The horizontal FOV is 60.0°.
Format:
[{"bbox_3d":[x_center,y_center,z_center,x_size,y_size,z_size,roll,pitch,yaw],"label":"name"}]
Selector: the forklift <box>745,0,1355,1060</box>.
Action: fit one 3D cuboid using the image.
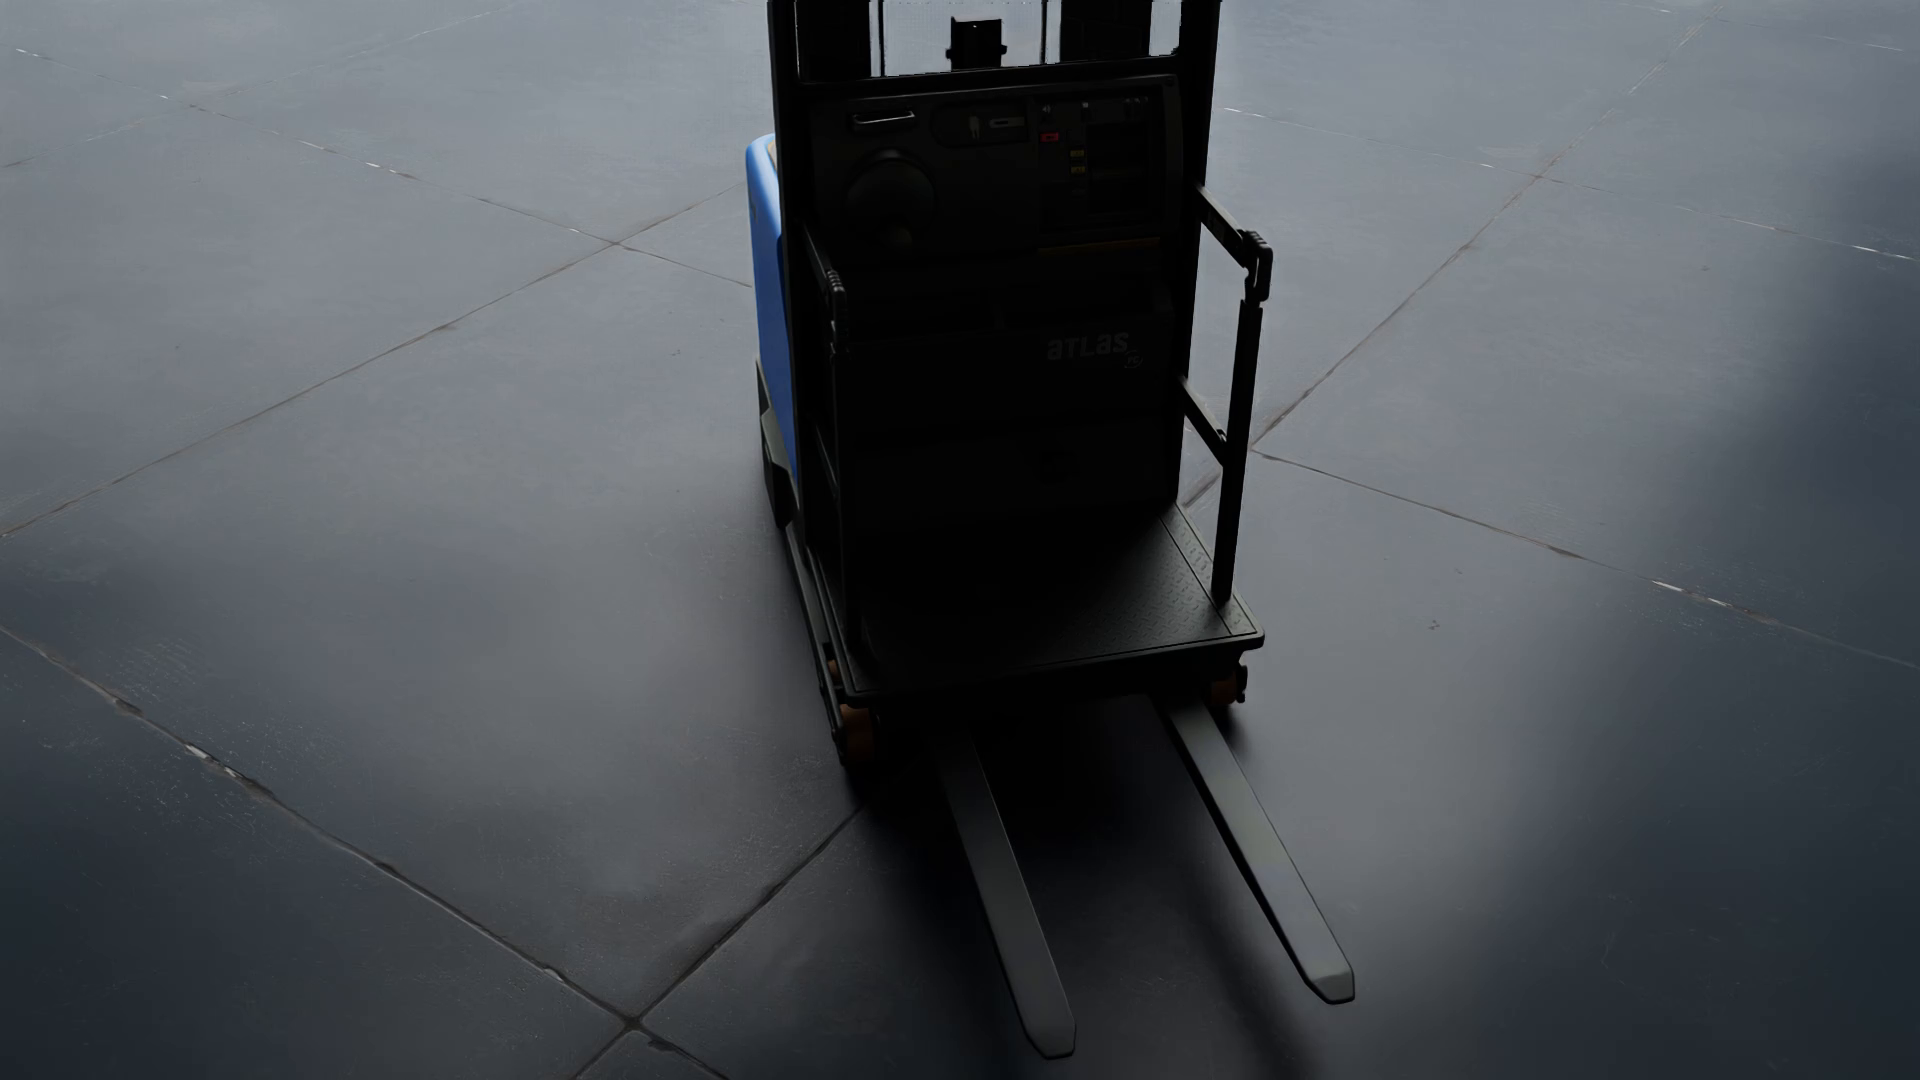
[{"bbox_3d":[0.148,-0.861,3.907,1.130,2.935,3.031,-8,35,-11],"label":"forklift"}]
